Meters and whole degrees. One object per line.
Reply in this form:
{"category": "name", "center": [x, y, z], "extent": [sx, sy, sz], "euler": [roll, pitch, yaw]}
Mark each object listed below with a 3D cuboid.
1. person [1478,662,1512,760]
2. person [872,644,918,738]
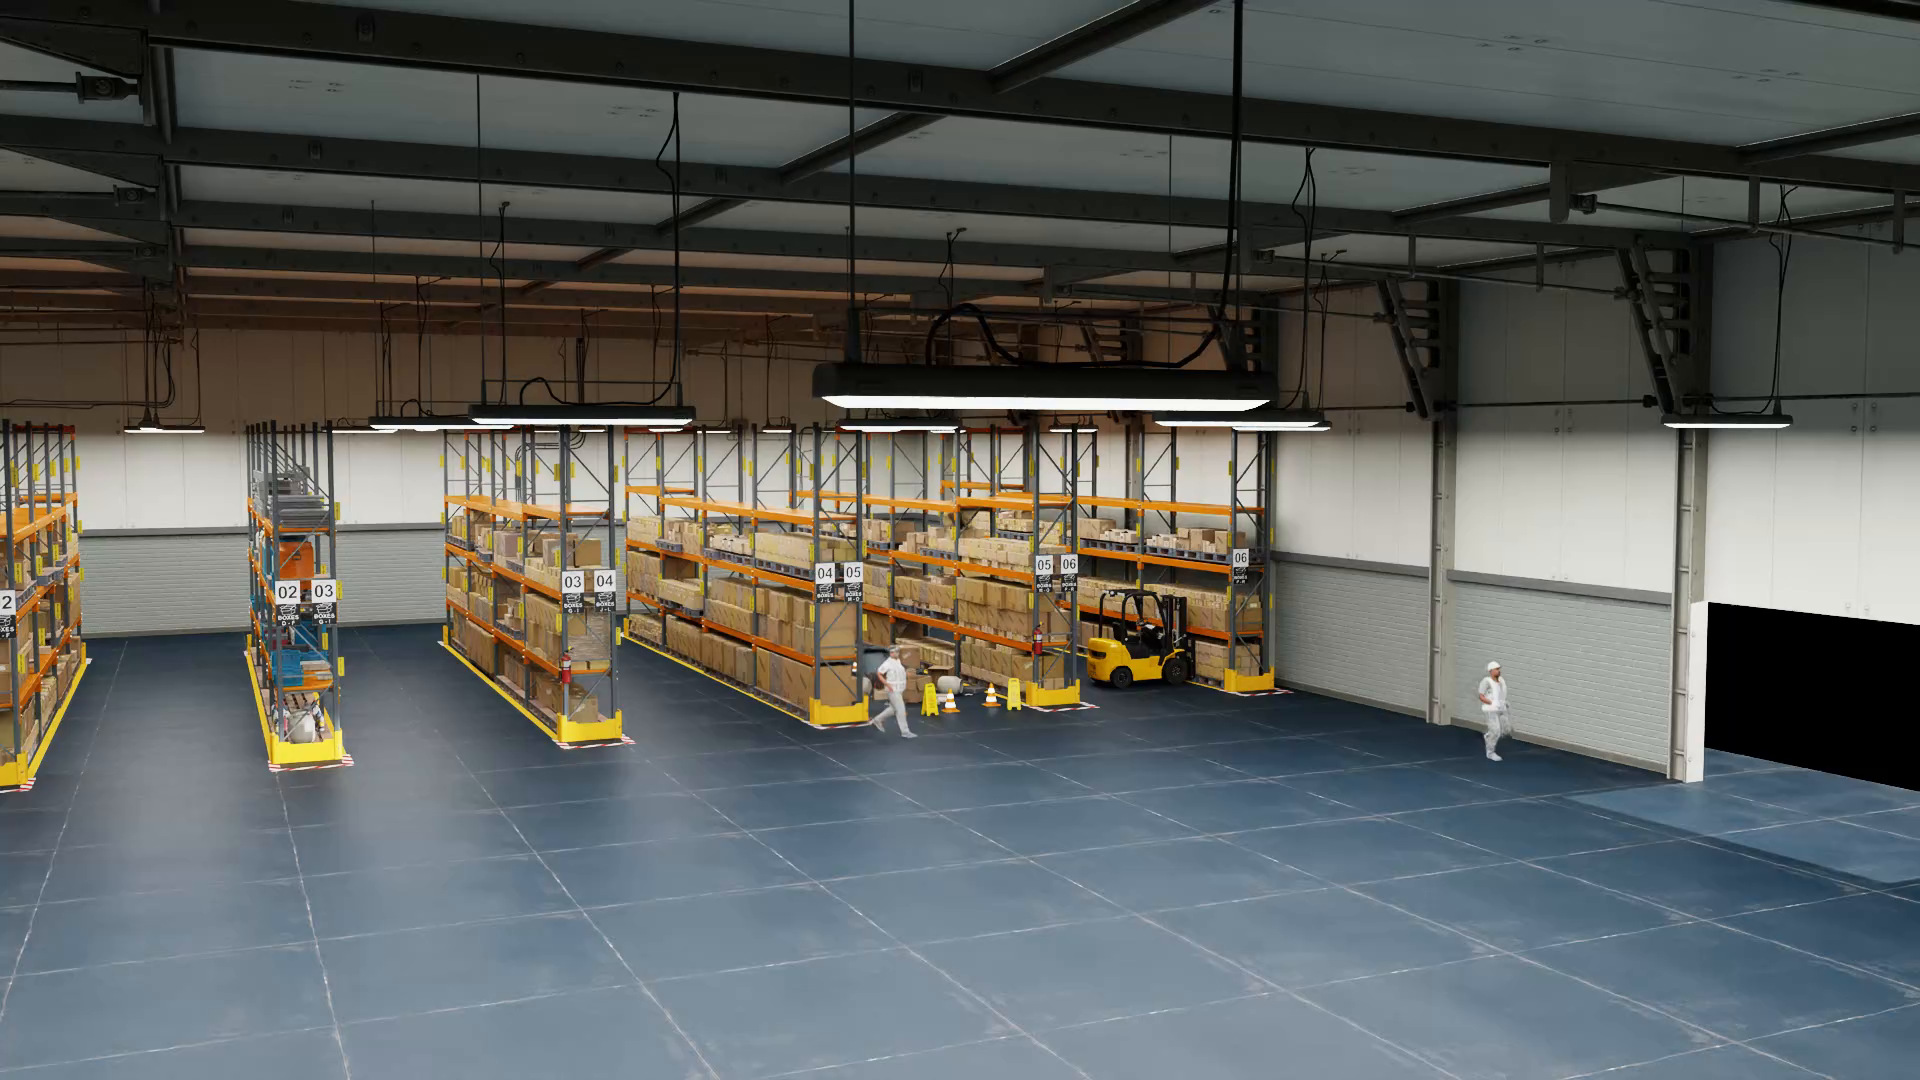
{"category": "person", "center": [9.465, 3.019, 29.428], "extent": [0.685, 1.736, 0.597], "euler": [-2, 4, -33]}
{"category": "person", "center": [-1.234, 2.840, 31.545], "extent": [0.966, 1.749, 0.667], "euler": [1, 4, 19]}
